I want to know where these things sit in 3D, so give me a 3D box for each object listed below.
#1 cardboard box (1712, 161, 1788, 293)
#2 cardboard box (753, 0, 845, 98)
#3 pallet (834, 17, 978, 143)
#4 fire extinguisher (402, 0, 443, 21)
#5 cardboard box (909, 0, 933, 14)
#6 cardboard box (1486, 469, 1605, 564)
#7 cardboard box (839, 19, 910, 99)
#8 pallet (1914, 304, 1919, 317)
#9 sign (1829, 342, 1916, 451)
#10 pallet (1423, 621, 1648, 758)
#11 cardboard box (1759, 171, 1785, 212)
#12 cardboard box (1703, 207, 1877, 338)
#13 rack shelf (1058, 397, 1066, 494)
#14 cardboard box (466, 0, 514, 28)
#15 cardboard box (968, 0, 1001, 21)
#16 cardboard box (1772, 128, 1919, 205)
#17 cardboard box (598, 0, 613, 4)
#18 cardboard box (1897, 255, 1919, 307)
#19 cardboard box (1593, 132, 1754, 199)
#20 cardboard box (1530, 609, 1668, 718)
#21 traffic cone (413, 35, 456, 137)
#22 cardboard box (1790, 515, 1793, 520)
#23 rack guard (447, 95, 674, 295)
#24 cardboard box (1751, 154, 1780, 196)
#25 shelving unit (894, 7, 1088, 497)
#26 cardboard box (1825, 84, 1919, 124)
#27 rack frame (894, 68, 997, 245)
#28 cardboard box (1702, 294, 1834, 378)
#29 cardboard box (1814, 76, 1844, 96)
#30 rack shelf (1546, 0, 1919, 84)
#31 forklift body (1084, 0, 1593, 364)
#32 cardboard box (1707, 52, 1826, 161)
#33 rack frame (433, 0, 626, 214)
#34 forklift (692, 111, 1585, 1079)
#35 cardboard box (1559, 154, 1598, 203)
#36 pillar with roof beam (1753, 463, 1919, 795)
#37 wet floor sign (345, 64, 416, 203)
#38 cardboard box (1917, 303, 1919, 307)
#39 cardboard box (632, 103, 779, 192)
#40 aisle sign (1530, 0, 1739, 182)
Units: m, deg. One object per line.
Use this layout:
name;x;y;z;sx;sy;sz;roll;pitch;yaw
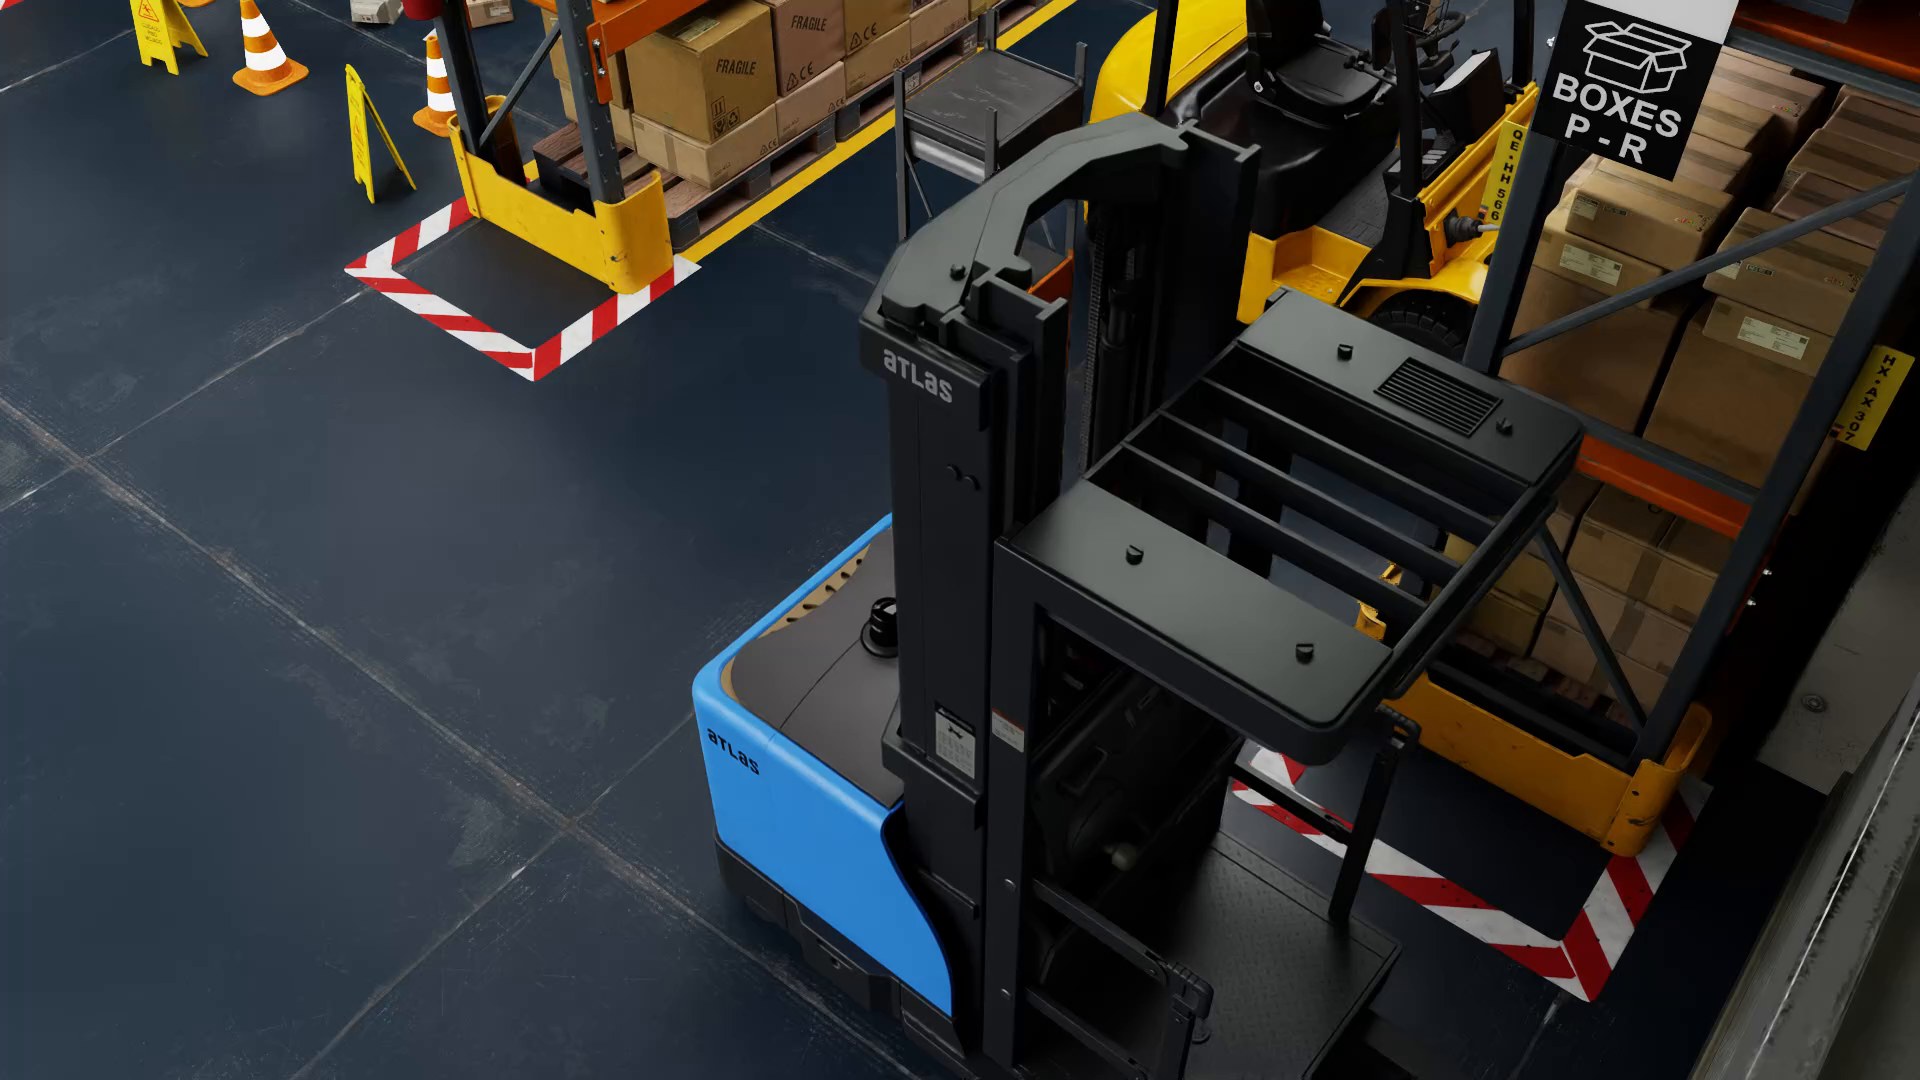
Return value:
cardboard box;2.381;-1.022;5.583;0.500;0.500;0.500;31;54;26
cardboard box;-0.924;-2.598;8.250;0.500;0.500;0.500;27;52;24
pallet;-0.649;-2.714;9.197;1.003;0.211;1.213;29;53;25
fire extinguisher;-2.401;-2.601;7.214;0.296;0.674;0.183;29;53;25
cardboard box;-0.291;-3.191;8.816;0.500;0.500;0.500;32;54;27
cardboard box;1.998;-0.239;5.824;0.500;0.250;0.500;31;54;26
cardboard box;-0.613;-2.631;8.800;0.500;0.250;0.500;33;54;27
pallet;3.890;-1.186;7.737;1.003;0.211;1.213;29;53;25
sign;2.399;-0.375;4.380;0.100;0.325;0.005;29;53;25
pallet;2.398;0.210;6.403;1.003;0.211;1.213;29;53;25
cardboard box;2.637;-0.947;5.062;0.380;0.149;0.250;28;53;24
cardboard box;2.338;-0.756;4.675;0.380;0.149;0.250;28;53;24
rack shelf;0.101;-0.327;6.597;0.431;0.518;0.480;29;53;25
cardboard box;-2.764;-3.147;9.654;0.250;0.149;0.380;-17;49;-15
cardboard box;0.012;-3.207;9.350;0.500;0.250;0.500;28;52;24
cardboard box;2.675;-1.048;4.954;0.380;0.149;0.250;30;53;26
cardboard box;-1.595;-2.505;7.243;0.380;0.149;0.250;29;53;25
cardboard box;2.787;-0.800;5.371;0.500;0.500;0.500;31;54;26
cardboard box;2.142;-1.111;5.014;0.380;0.149;0.250;29;53;25
cardboard box;2.418;0.313;5.988;0.500;0.250;0.500;29;53;25
traffic cone;-2.725;-2.429;8.751;0.336;0.463;0.334;29;53;25
cardboard box;3.050;-0.259;6.534;0.500;0.250;0.500;29;53;25
rack guard;-1.920;-1.669;7.999;1.175;0.500;0.348;29;53;25
cardboard box;2.454;-1.296;5.395;0.380;0.149;0.250;29;53;25
shelving unit;0.101;-0.820;6.081;0.431;2.100;0.503;29;53;25
cardboard box;2.979;-1.345;5.237;0.380;0.149;0.250;31;54;26
rack frame;-0.048;-0.680;5.948;0.400;2.100;0.015;29;53;25
cardboard box;2.376;-0.635;4.765;0.380;0.149;0.250;28;52;24
cardboard box;2.943;-1.726;5.806;0.380;0.149;0.250;29;53;25
rack shelf;3.186;-2.229;5.228;1.077;0.370;4.000;29;53;25
forklift body;1.679;-1.896;7.073;2.313;2.155;1.214;29;53;25
cardboard box;2.492;-1.383;5.273;0.380;0.149;0.250;30;53;25
rack frame;-1.967;-2.489;7.054;1.000;3.000;0.127;29;53;25
forklift;0.650;0.551;4.196;3.031;2.935;1.130;31;54;26
cardboard box;2.086;-1.037;5.149;0.380;0.149;0.250;30;53;26
pillar with roof beam;-0.304;-4.273;4.608;9.100;9.000;0.400;29;53;25
wet floor sign;-2.930;-2.041;8.253;0.232;0.644;0.267;-25;51;-22
cardboard box;3.974;-1.282;7.166;0.500;0.250;0.500;30;53;26
cardboard box;-1.255;-2.024;8.220;0.500;0.250;0.500;29;53;25
aisle sign;1.691;-1.287;4.108;0.394;0.787;0.004;29;53;25
